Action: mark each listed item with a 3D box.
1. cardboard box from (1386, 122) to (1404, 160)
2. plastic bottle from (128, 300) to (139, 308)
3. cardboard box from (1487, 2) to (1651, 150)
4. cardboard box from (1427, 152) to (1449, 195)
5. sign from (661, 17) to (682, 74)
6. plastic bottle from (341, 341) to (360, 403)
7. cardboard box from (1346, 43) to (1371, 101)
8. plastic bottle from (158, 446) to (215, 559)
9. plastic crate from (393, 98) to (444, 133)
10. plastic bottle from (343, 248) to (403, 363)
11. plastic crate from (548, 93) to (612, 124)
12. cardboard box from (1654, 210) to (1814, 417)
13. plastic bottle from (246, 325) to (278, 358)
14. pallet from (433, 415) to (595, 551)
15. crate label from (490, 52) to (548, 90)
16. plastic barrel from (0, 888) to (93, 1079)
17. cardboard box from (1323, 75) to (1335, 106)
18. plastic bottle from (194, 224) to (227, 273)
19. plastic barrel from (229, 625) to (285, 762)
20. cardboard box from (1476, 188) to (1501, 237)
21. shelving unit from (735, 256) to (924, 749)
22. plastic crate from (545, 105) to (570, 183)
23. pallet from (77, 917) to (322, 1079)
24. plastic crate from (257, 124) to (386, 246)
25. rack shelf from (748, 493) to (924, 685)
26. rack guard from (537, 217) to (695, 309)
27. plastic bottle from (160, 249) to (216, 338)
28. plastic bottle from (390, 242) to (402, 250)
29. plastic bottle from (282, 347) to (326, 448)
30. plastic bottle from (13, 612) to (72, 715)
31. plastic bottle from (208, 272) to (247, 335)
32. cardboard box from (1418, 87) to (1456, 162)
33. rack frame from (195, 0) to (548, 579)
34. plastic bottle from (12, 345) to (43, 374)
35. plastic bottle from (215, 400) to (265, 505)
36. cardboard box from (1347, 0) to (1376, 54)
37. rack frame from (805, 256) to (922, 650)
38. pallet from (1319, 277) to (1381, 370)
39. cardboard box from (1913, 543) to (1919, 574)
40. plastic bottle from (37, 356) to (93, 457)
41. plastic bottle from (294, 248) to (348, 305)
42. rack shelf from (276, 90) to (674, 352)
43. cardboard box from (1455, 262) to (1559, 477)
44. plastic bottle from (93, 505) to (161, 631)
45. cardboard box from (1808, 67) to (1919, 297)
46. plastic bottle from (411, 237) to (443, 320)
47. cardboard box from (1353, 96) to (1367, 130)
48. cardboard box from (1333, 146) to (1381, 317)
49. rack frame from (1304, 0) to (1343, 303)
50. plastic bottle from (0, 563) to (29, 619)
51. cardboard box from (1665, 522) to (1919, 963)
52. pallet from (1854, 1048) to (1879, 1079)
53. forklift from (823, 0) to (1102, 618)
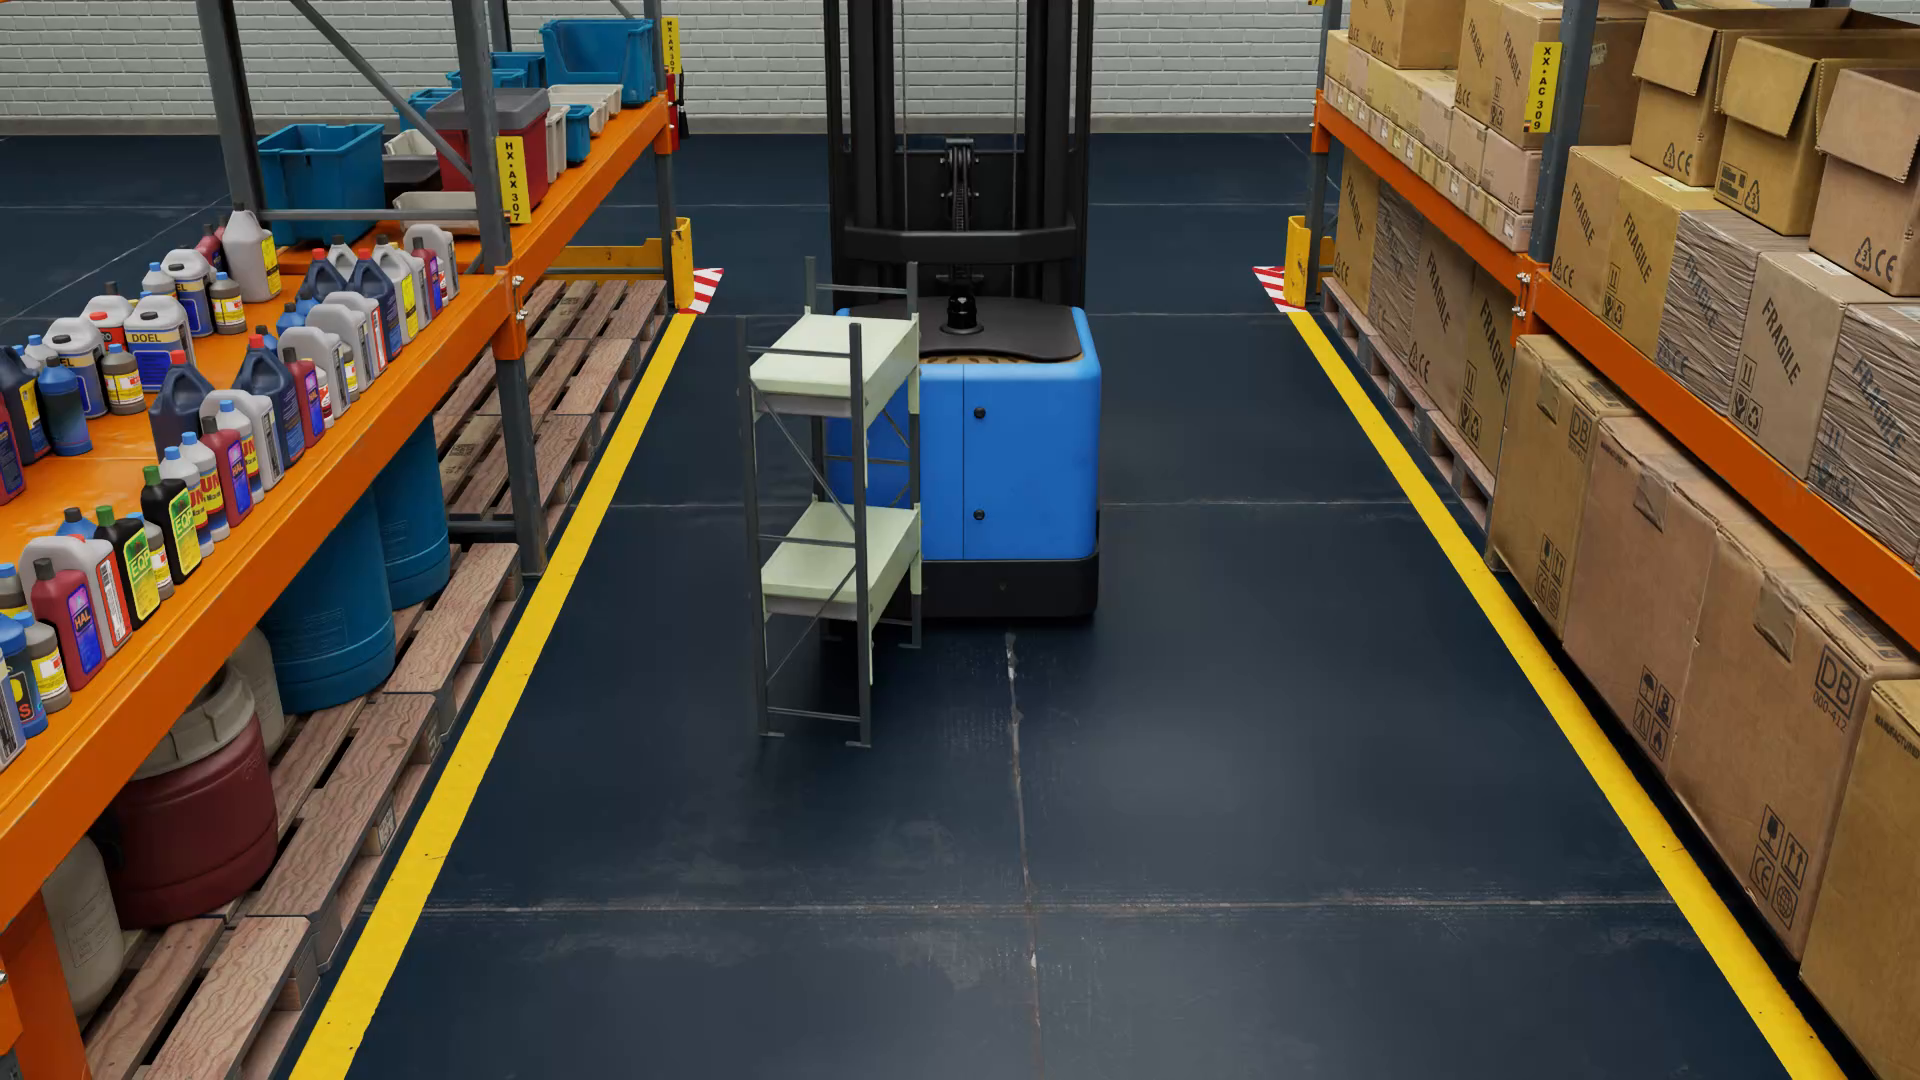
[{"bbox_3d":[2.366,-2.005,8.347,0.380,0.149,0.250,-1,24,-2],"label":"cardboard box"},{"bbox_3d":[-2.631,-0.668,5.328,0.097,0.201,0.097,0,24,0],"label":"plastic bottle"},{"bbox_3d":[2.445,-1.849,6.610,0.500,0.500,0.500,0,24,1],"label":"cardboard box"},{"bbox_3d":[2.375,-1.686,7.643,0.380,0.149,0.250,0,24,0],"label":"cardboard box"},{"bbox_3d":[-1.729,-2.962,9.961,0.100,0.325,0.005,0,24,-1],"label":"sign"},{"bbox_3d":[-1.868,-0.517,4.994,0.097,0.201,0.097,0,24,0],"label":"plastic bottle"},{"bbox_3d":[2.422,-2.555,9.079,0.500,0.250,0.500,-1,24,-1],"label":"cardboard box"},{"bbox_3d":[-1.856,-0.092,3.969,0.097,0.271,0.097,0,24,0],"label":"plastic bottle"},{"bbox_3d":[-2.587,-2.060,8.295,0.416,0.233,0.300,0,24,-1],"label":"plastic crate"},{"bbox_3d":[-1.896,-0.754,5.337,0.144,0.351,0.185,0,24,-1],"label":"plastic bottle"},{"bbox_3d":[-2.100,-2.331,9.011,0.396,0.136,0.243,0,24,-1],"label":"plastic crate"},{"bbox_3d":[2.484,-0.694,5.023,0.500,0.500,0.500,-1,24,-2],"label":"cardboard box"},{"bbox_3d":[-2.018,-0.493,4.856,0.097,0.271,0.097,0,24,0],"label":"plastic bottle"},{"bbox_3d":[-2.282,-0.262,7.574,1.003,0.211,1.213,0,24,-1],"label":"pallet"},{"bbox_3d":[-2.605,-2.726,9.768,0.416,0.233,0.303,0,24,-1],"label":"crate label"},{"bbox_3d":[-2.214,1.014,3.492,0.600,0.830,0.708,0,24,-1],"label":"plastic barrel"},{"bbox_3d":[2.348,-2.638,9.748,0.380,0.149,0.250,0,24,0],"label":"cardboard box"},{"bbox_3d":[-2.656,-0.969,5.894,0.061,0.283,0.133,0,24,-1],"label":"plastic bottle"},{"bbox_3d":[-2.322,0.461,5.099,0.421,0.512,0.421,0,24,0],"label":"plastic barrel"},{"bbox_3d":[2.384,-1.368,6.940,0.380,0.149,0.250,0,24,0],"label":"cardboard box"},{"bbox_3d":[-0.421,-0.139,5.738,0.431,1.500,0.755,5,25,11],"label":"shelving unit"},{"bbox_3d":[-2.067,-1.833,7.735,0.437,0.282,0.530,0,24,-1],"label":"plastic crate"},{"bbox_3d":[-2.242,1.364,3.978,1.003,0.211,1.213,0,24,-1],"label":"pallet"},{"bbox_3d":[-2.581,-1.441,6.743,0.392,0.384,0.575,0,24,-1],"label":"plastic crate"},{"bbox_3d":[-0.421,0.158,5.873,0.431,0.370,0.720,5,25,11],"label":"rack shelf"},{"bbox_3d":[-2.292,-1.749,10.511,1.175,0.500,0.348,0,24,-1],"label":"rack guard"},{"bbox_3d":[-2.607,-0.830,5.596,0.152,0.276,0.135,0,24,-1],"label":"plastic bottle"},{"bbox_3d":[-2.032,-0.970,5.997,0.097,0.201,0.097,0,24,0],"label":"plastic bottle"},{"bbox_3d":[-1.846,-0.411,4.661,0.061,0.283,0.133,0,24,-1],"label":"plastic bottle"},{"bbox_3d":[-1.848,0.241,3.318,0.097,0.201,0.097,0,24,0],"label":"plastic bottle"},{"bbox_3d":[-2.482,-0.805,5.630,0.097,0.201,0.097,0,24,0],"label":"plastic bottle"},{"bbox_3d":[2.437,-1.924,7.685,0.500,0.250,0.500,0,24,1],"label":"cardboard box"},{"bbox_3d":[-2.235,-1.230,6.330,1.000,3.000,0.127,0,24,-1],"label":"rack frame"},{"bbox_3d":[-2.623,-0.414,4.681,0.097,0.271,0.097,0,24,0],"label":"plastic bottle"},{"bbox_3d":[-1.859,-0.227,4.267,0.097,0.271,0.097,0,24,0],"label":"plastic bottle"},{"bbox_3d":[2.415,-2.904,8.943,0.500,0.500,0.500,-1,24,-2],"label":"cardboard box"},{"bbox_3d":[-0.343,-0.287,6.064,0.400,1.500,0.023,5,25,11],"label":"rack frame"},{"bbox_3d":[2.761,-1.301,9.870,1.003,0.211,1.213,0,24,-1],"label":"pallet"},{"bbox_3d":[2.509,-0.057,3.615,0.500,0.500,0.500,0,24,-1],"label":"cardboard box"},{"bbox_3d":[-2.478,-0.374,4.594,0.097,0.271,0.097,0,24,0],"label":"plastic bottle"},{"bbox_3d":[-2.040,-0.753,5.336,0.144,0.351,0.185,0,24,-1],"label":"plastic bottle"},{"bbox_3d":[-2.257,-1.726,8.300,1.077,0.370,4.000,0,24,-1],"label":"rack shelf"},{"bbox_3d":[2.790,-0.748,7.332,0.875,0.875,0.875,0,24,-1],"label":"cardboard box"},{"bbox_3d":[-1.834,0.046,3.651,0.061,0.283,0.133,0,24,-1],"label":"plastic bottle"},{"bbox_3d":[2.751,-0.953,4.378,0.797,0.503,0.637,1,24,1],"label":"cardboard box"},{"bbox_3d":[-1.859,-0.921,5.788,0.061,0.283,0.133,0,24,-1],"label":"plastic bottle"},{"bbox_3d":[2.359,-2.320,9.044,0.380,0.149,0.250,-1,24,-1],"label":"cardboard box"},{"bbox_3d":[2.761,-1.860,9.792,0.875,0.875,0.875,0,24,-1],"label":"cardboard box"},{"bbox_3d":[2.674,-2.901,10.023,1.000,3.000,0.127,0,24,-1],"label":"rack frame"},{"bbox_3d":[-2.002,0.147,3.527,0.097,0.201,0.097,0,24,0],"label":"plastic bottle"},{"bbox_3d":[2.773,0.521,4.527,1.225,0.875,0.875,0,24,0],"label":"cardboard box"},{"bbox_3d":[2.828,1.341,4.028,1.003,0.211,1.213,0,24,-1],"label":"pallet"},{"bbox_3d":[-0.010,-1.595,7.220,1.130,2.935,3.031,0,24,-1],"label":"forklift"}]
